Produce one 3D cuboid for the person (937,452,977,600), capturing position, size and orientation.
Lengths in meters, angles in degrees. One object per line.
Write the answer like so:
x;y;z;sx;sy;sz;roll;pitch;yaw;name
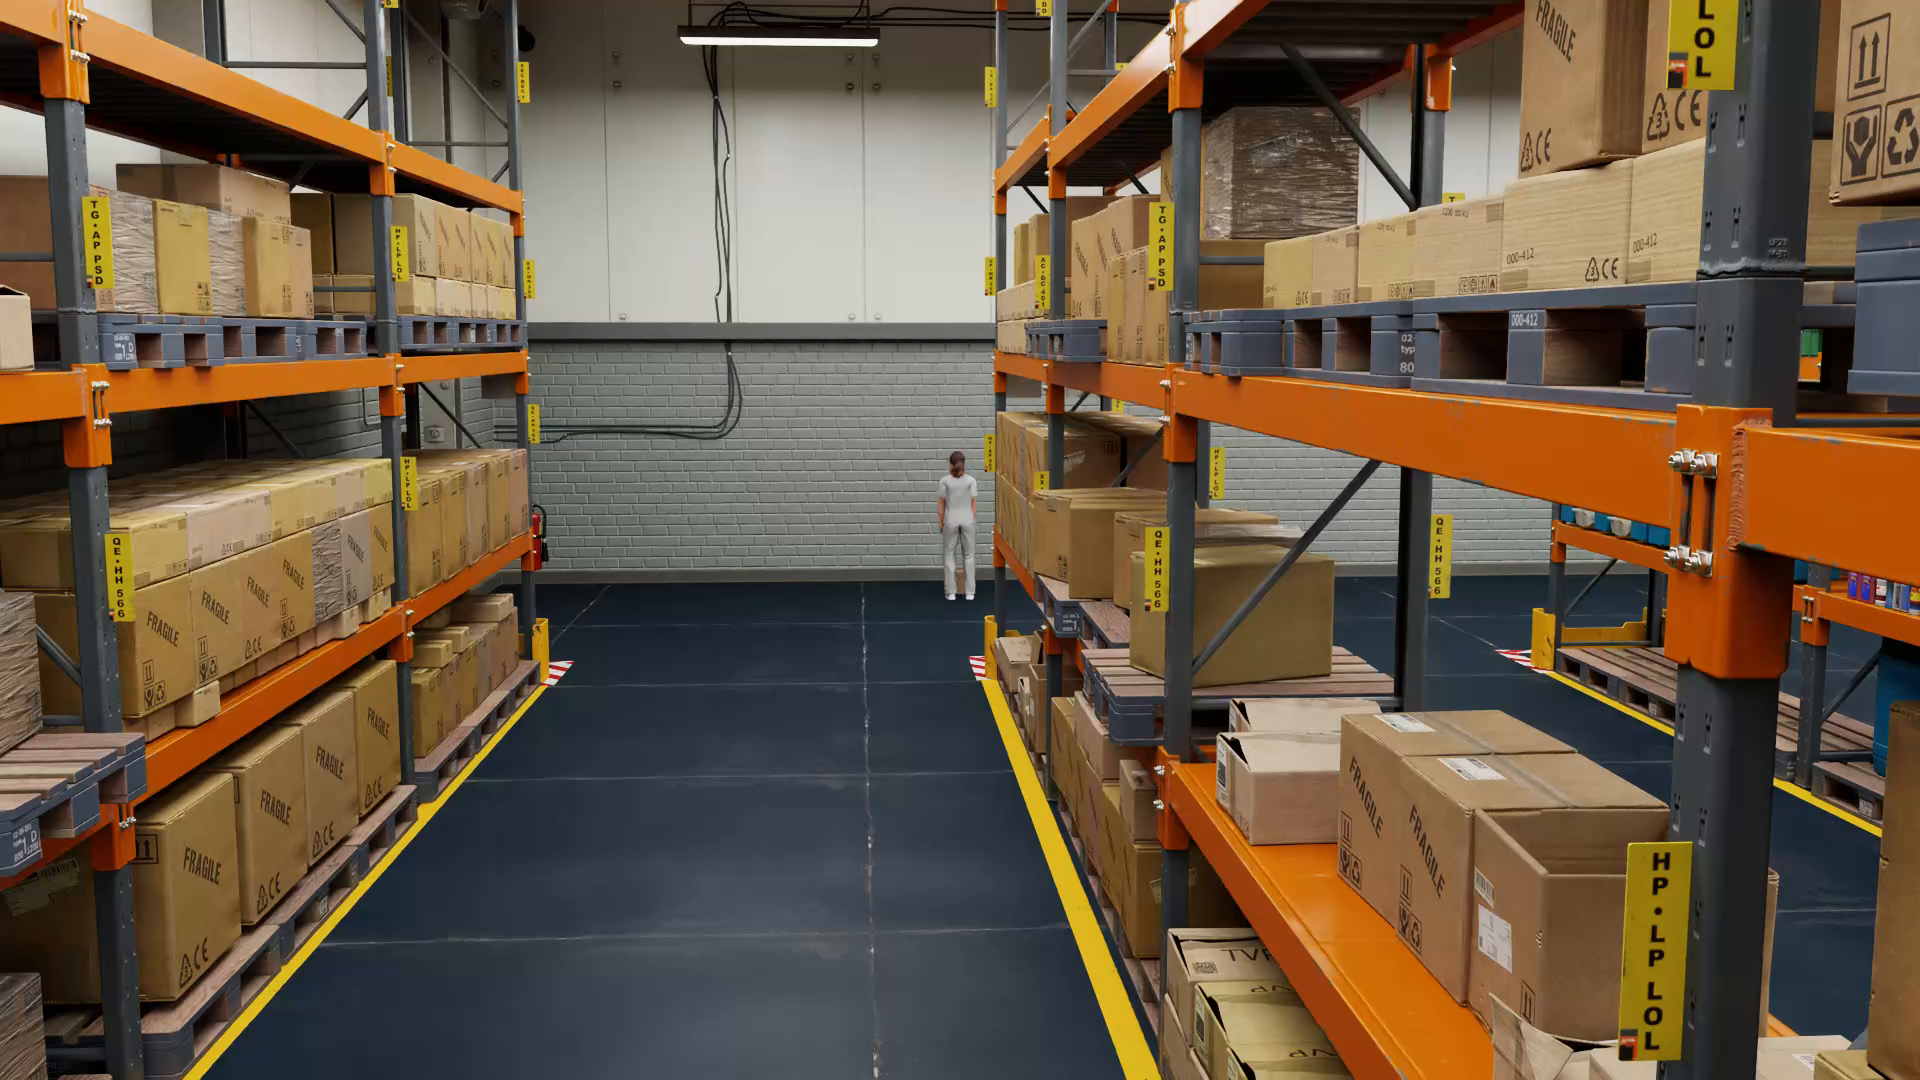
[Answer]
-0.030;-0.157;18.615;0.447;1.665;0.353;0;7;-3;person
